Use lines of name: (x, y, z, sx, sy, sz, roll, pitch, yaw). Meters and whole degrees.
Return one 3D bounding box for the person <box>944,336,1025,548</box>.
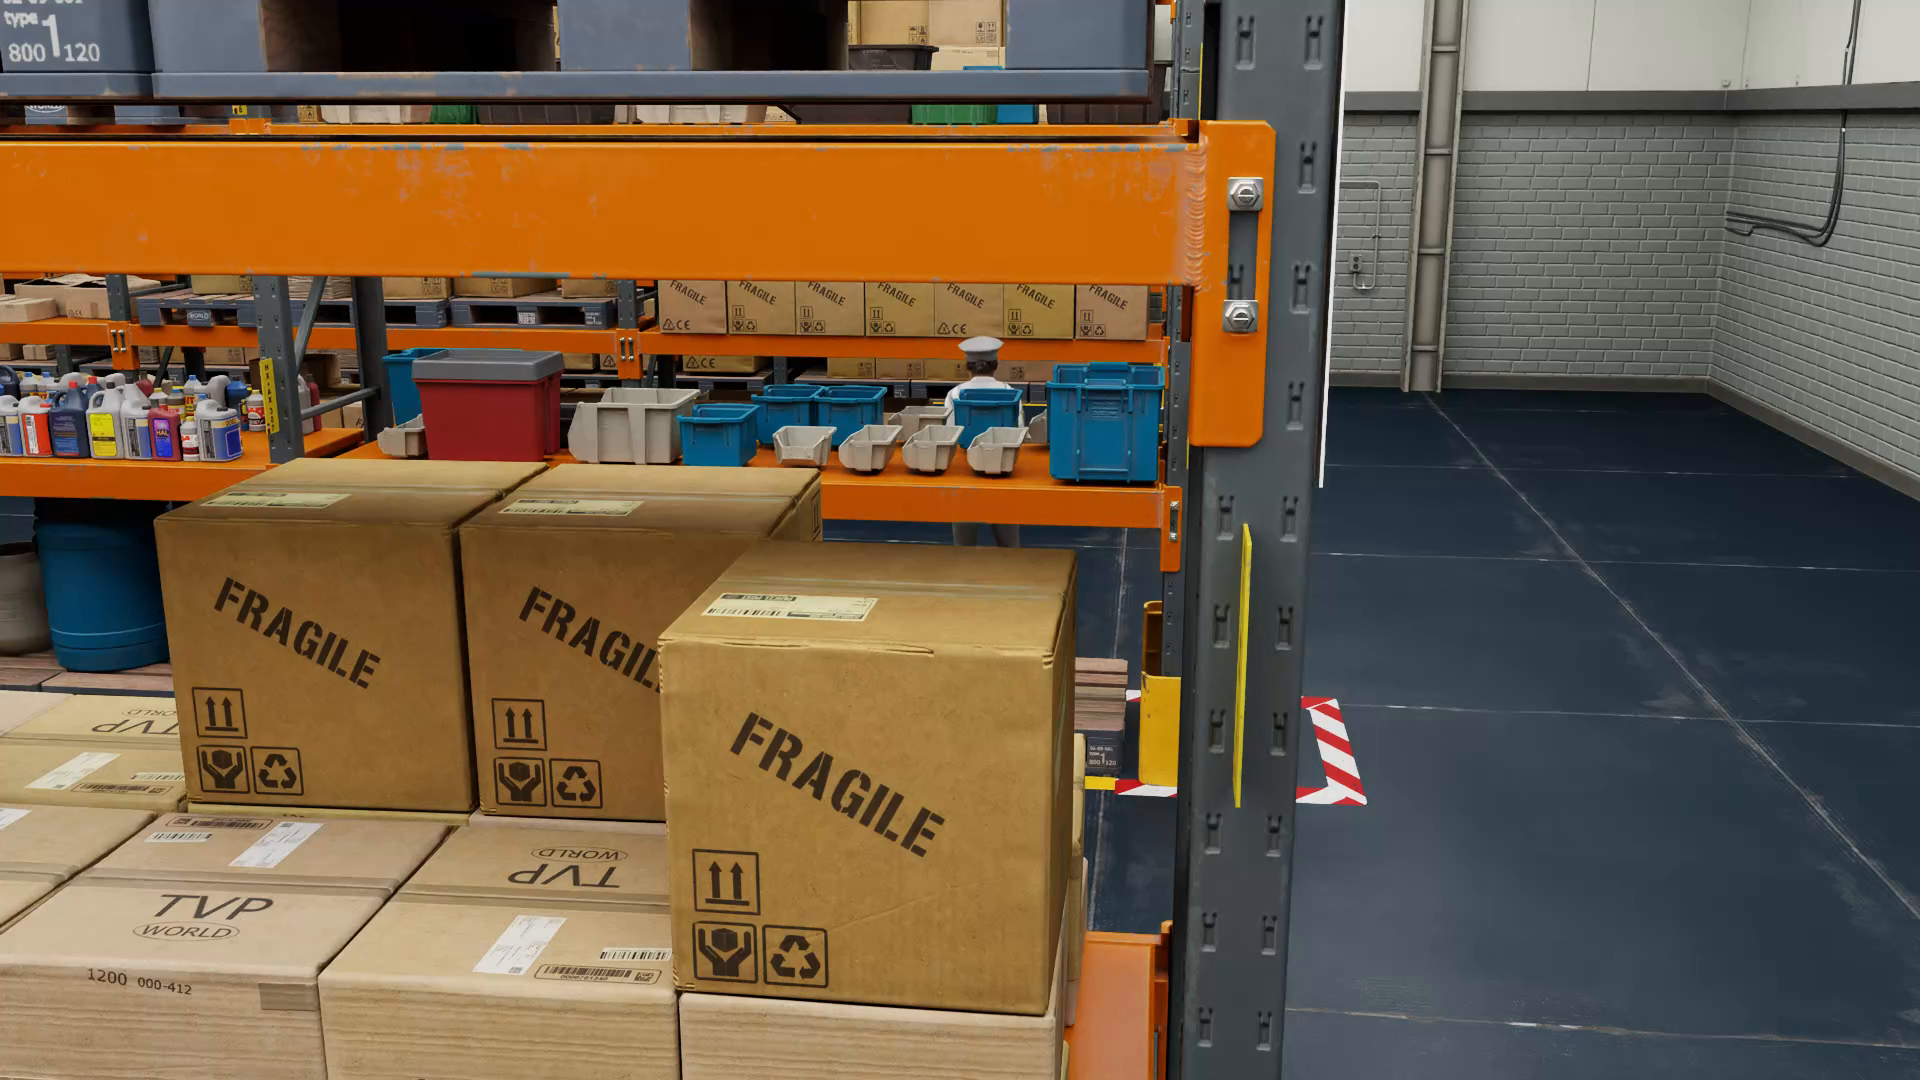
person: (0.142, -0.280, 9.231, 0.506, 1.659, 0.388, 1, 14, 4)
